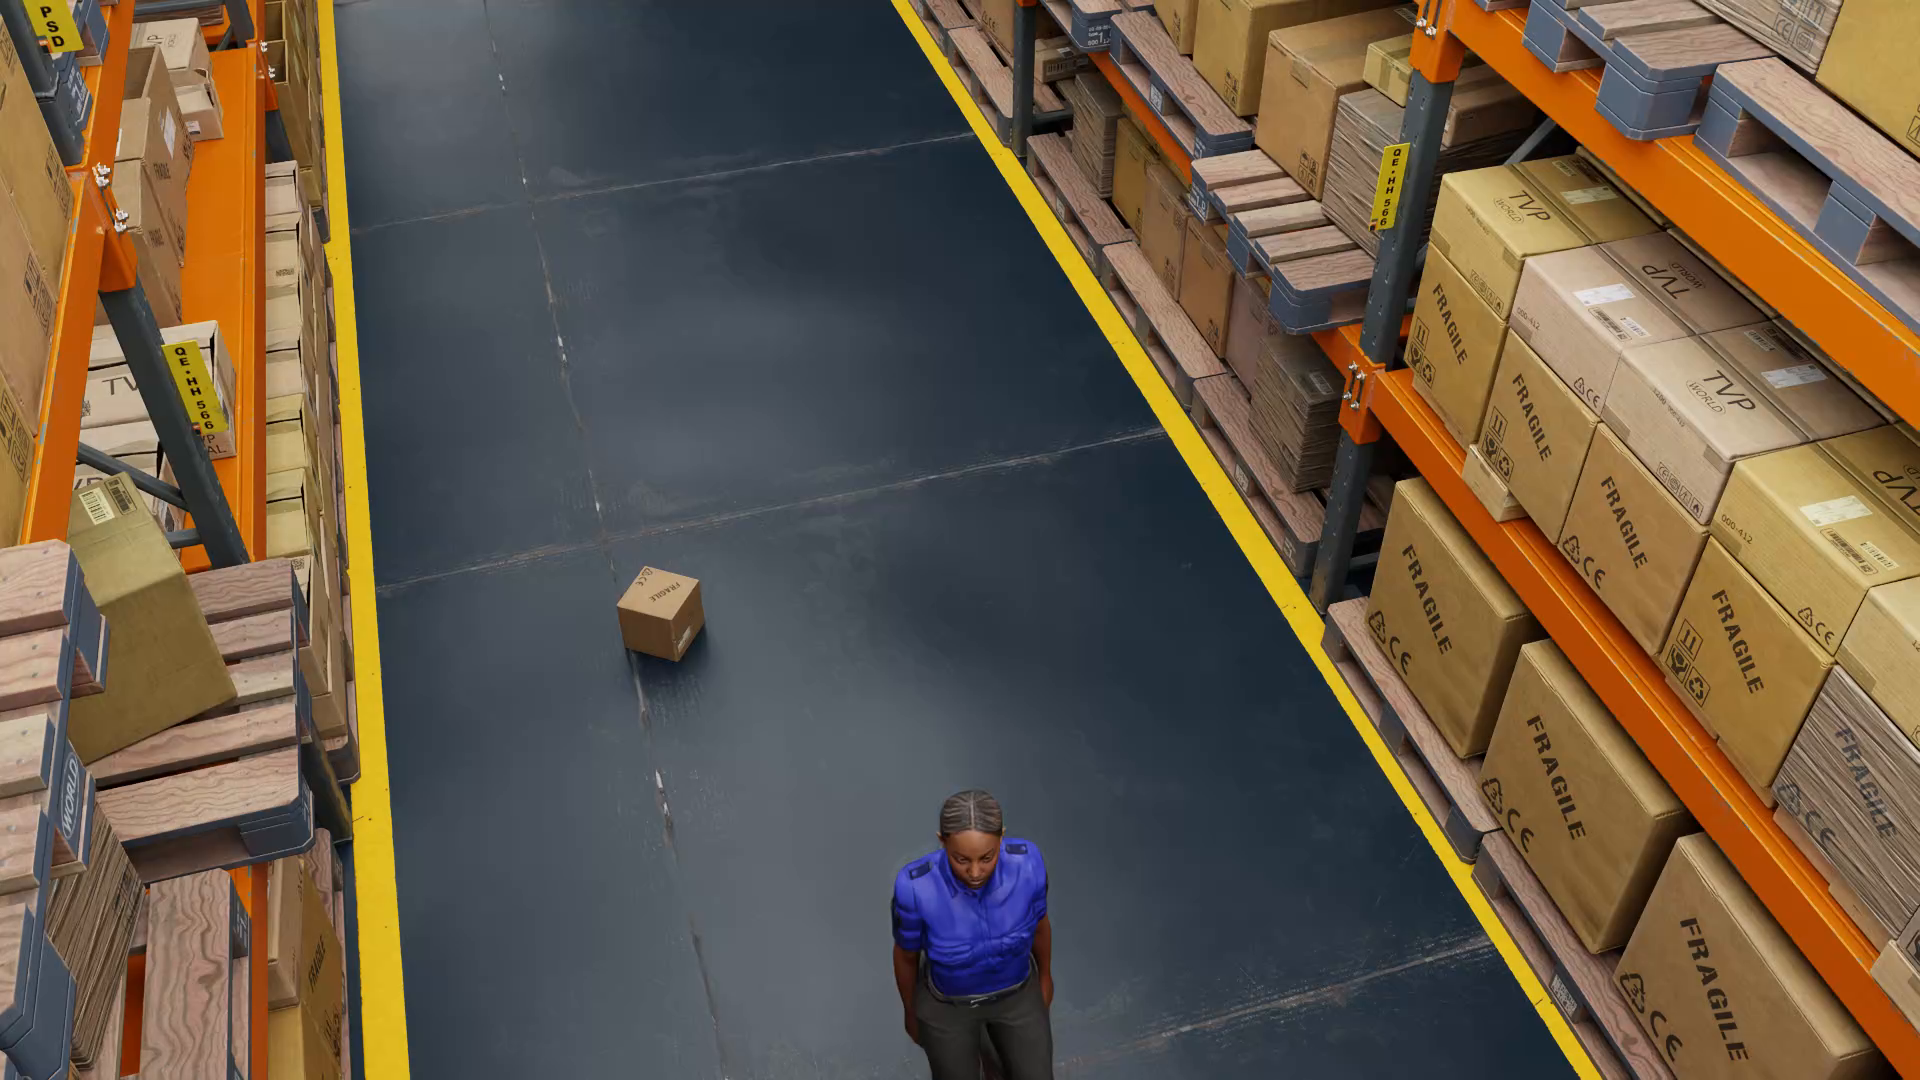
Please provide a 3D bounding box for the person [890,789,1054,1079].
[{"bbox_3d":[0.042,1.267,4.742,0.466,1.649,0.482,-9,43,-10],"label":"person"}]
